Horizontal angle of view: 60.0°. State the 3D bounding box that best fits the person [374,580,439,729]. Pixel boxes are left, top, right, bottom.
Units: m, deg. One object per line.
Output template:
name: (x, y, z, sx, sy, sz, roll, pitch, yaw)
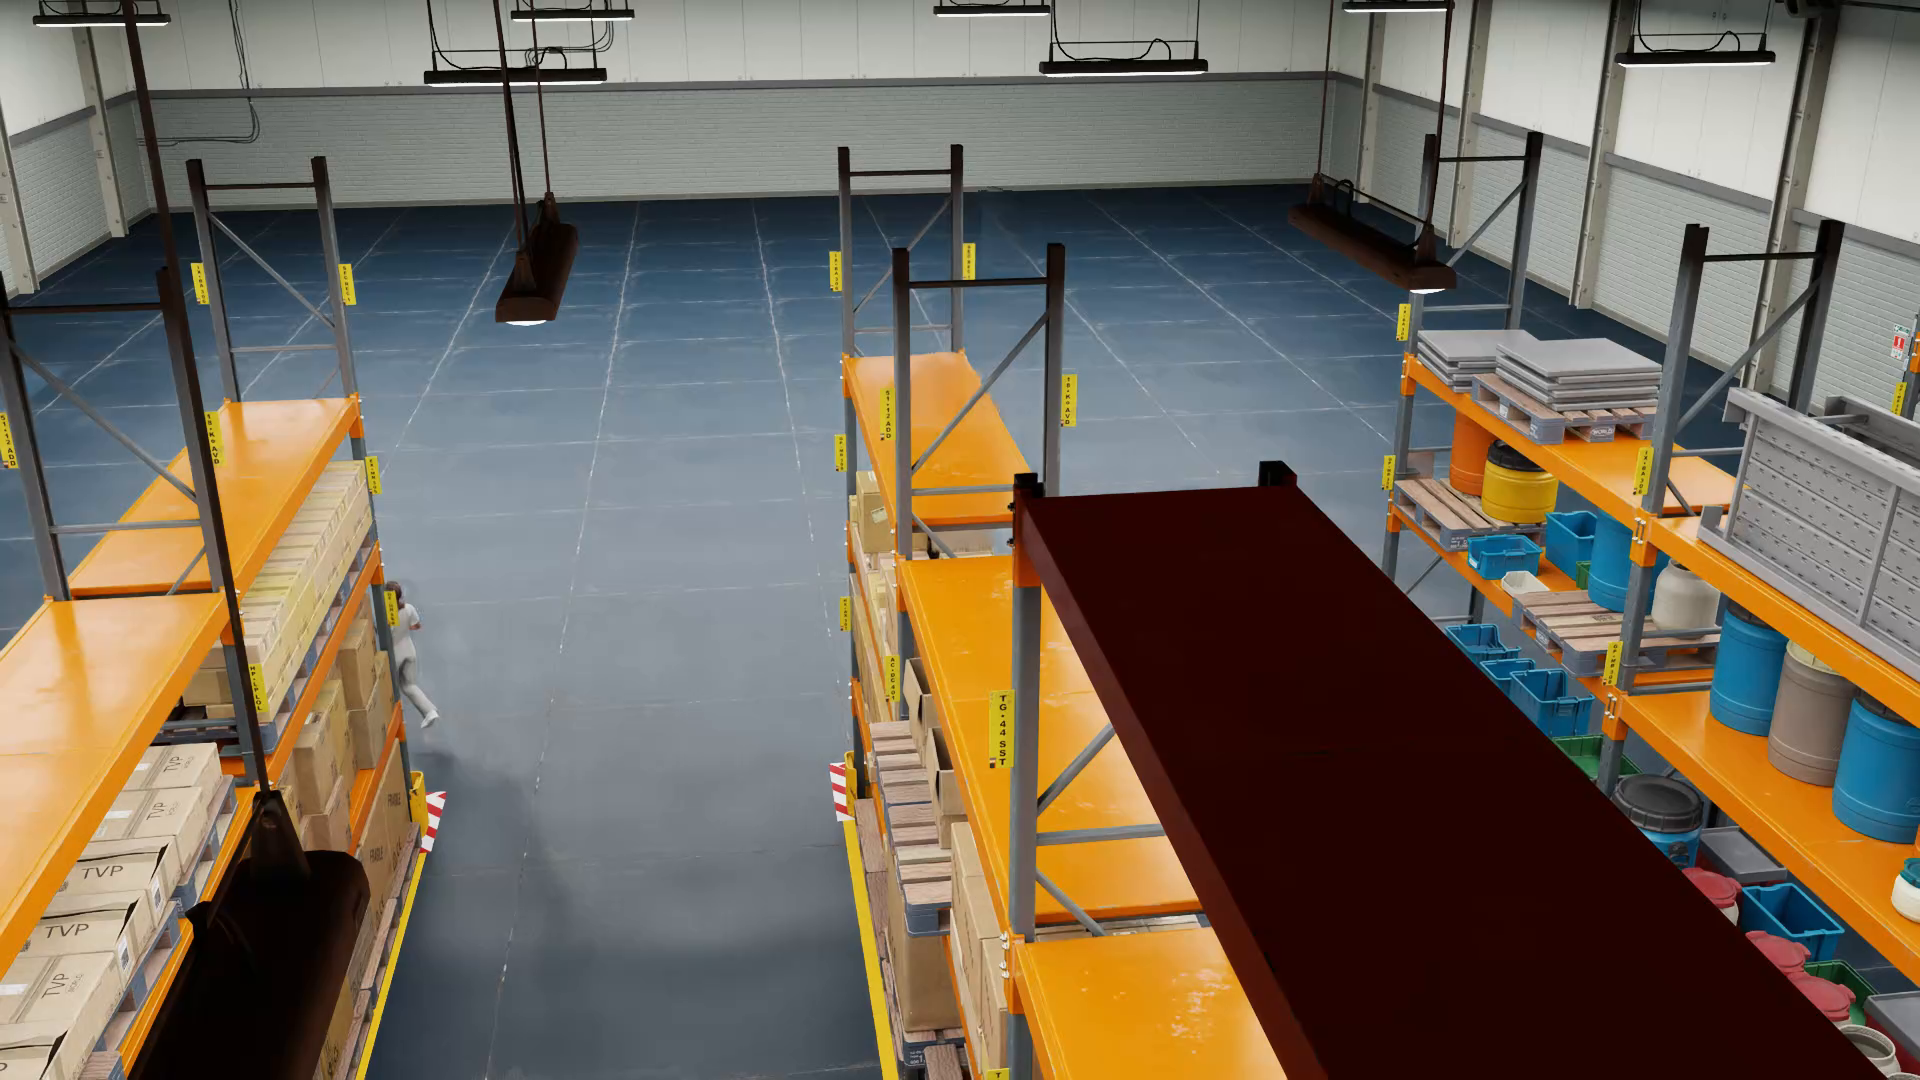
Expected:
person: (-5.516, 1.172, 16.362, 0.970, 1.659, 0.582, 16, 27, 35)
